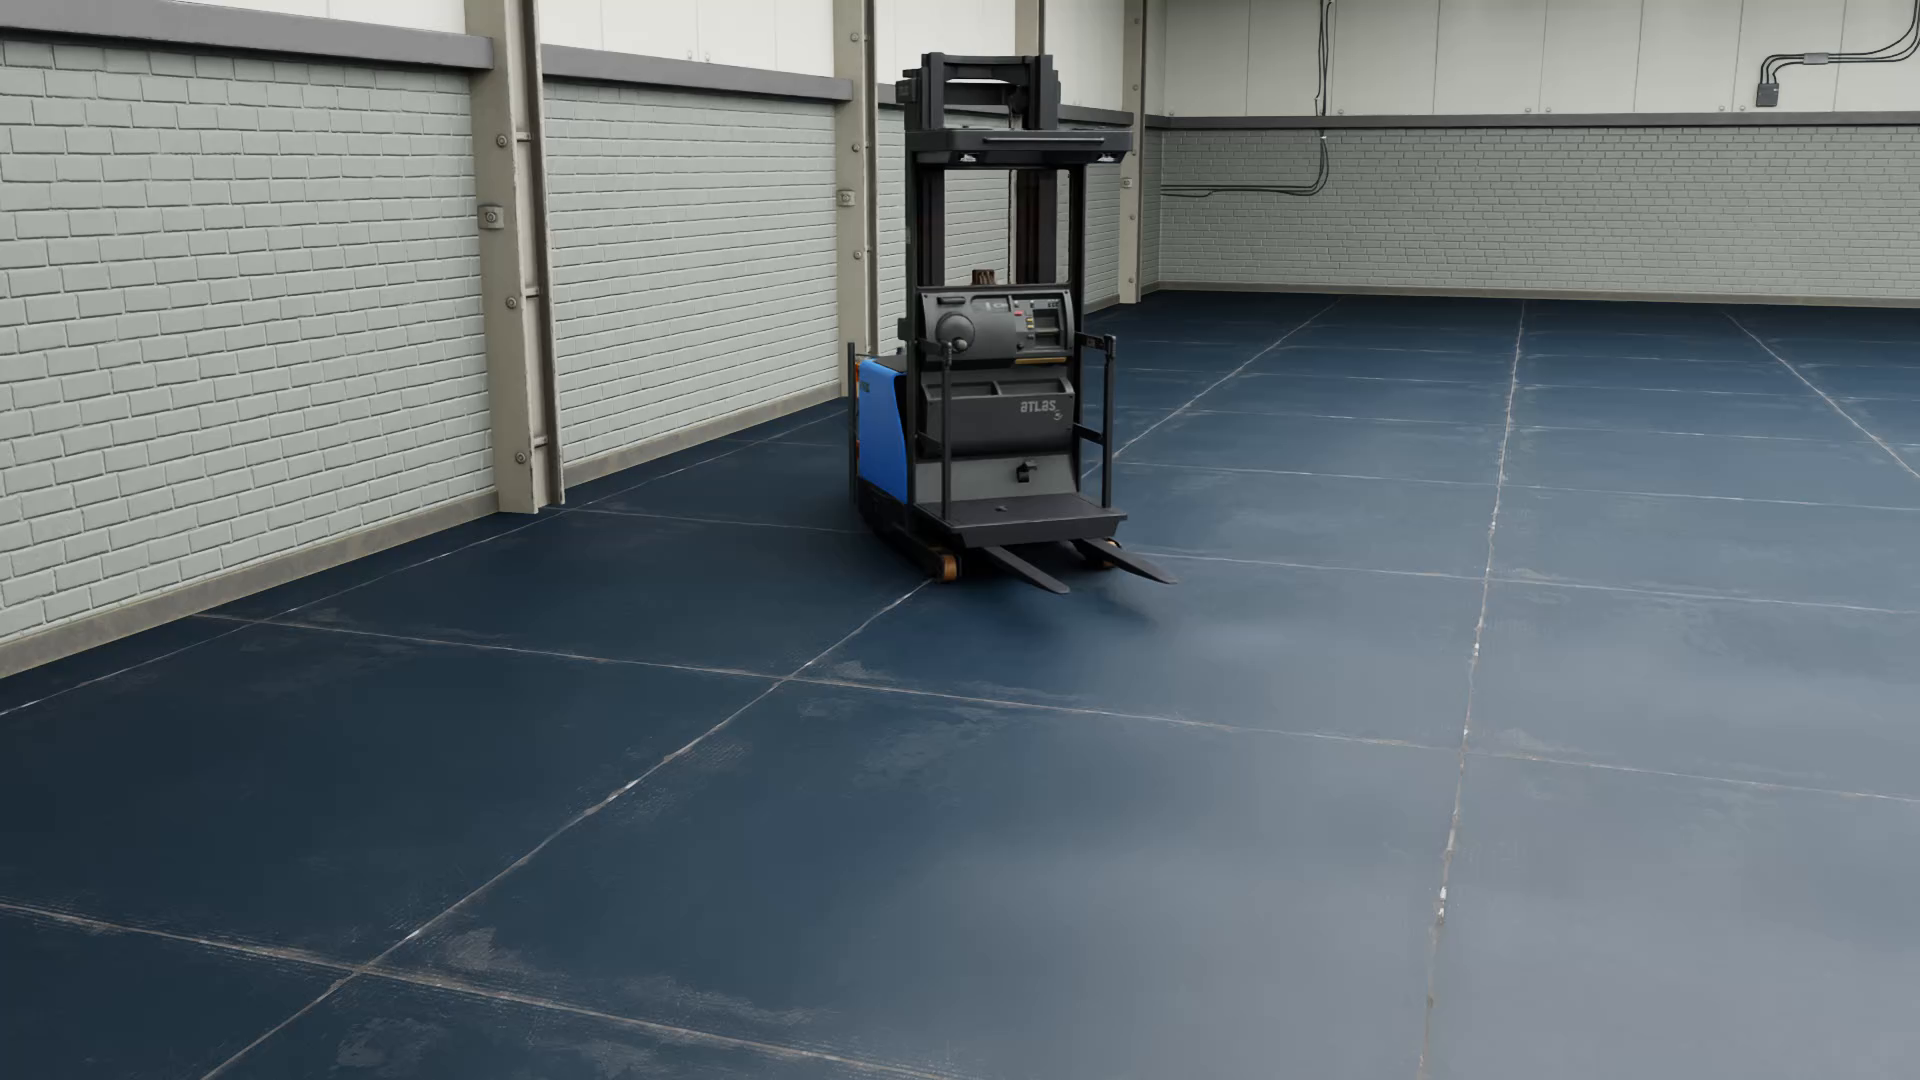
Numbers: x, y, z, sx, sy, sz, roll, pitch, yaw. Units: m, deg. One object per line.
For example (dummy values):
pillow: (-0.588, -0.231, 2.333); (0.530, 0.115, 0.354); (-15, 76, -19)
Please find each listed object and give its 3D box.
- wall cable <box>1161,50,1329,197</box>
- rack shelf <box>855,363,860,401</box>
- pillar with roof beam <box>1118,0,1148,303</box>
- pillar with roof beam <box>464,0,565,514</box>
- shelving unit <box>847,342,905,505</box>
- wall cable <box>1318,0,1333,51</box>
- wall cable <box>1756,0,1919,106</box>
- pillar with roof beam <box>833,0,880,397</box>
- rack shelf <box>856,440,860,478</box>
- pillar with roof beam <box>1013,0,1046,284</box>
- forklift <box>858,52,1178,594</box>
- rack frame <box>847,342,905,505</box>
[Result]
wall cable: (5.062, -7.418, 29.742); (3.097, 2.526, 0.112); (4, 14, 18)
rack shelf: (-0.240, -1.138, 11.628); (0.538, 0.278, 1.000); (11, 17, 39)
pillar with roof beam: (6.931, -8.097, 25.738); (9.100, 9.000, 0.400); (4, 14, 18)
pillar with roof beam: (1.107, -4.307, 9.133); (9.100, 9.000, 0.400); (4, 14, 18)
shelving unit: (-0.240, -0.852, 11.694); (0.538, 1.125, 1.048); (11, 17, 39)
wall cable: (7.621, -9.685, 28.327); (3.097, 2.526, 0.112); (4, 14, 18)
wall cable: (14.039, -9.903, 26.009); (2.305, 6.003, 0.169); (4, 14, 18)
pillar with roof beam: (3.048, -5.570, 14.668); (9.100, 9.000, 0.400); (4, 14, 18)
rack shelf: (-0.240, -0.614, 11.748); (0.538, 0.278, 1.000); (11, 17, 39)
pillar with roof beam: (4.989, -6.833, 20.203); (9.100, 9.000, 0.400); (4, 14, 18)
forklift: (0.299, -1.288, 9.546); (1.130, 2.935, 3.031); (-5, 14, -19)
rack frame: (-0.568, -0.766, 11.315); (0.500, 1.125, 0.032); (11, 17, 39)
